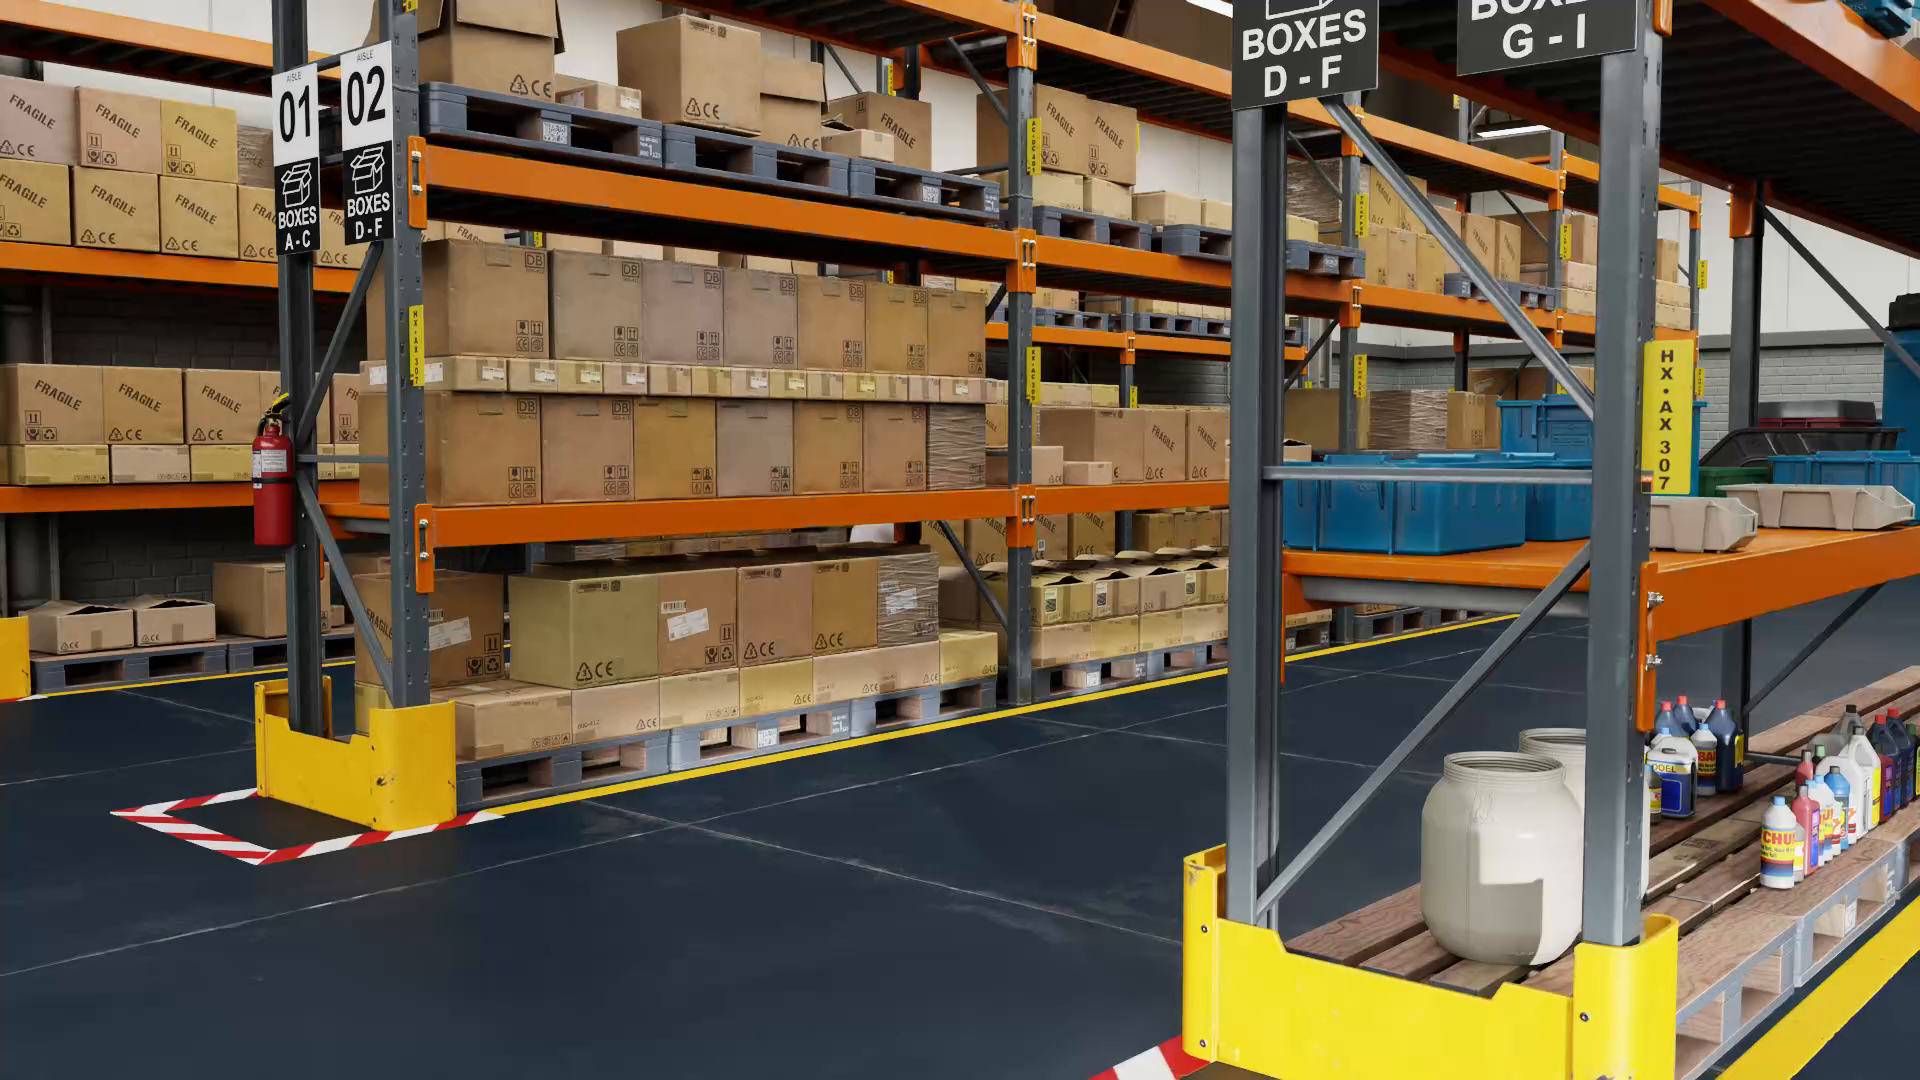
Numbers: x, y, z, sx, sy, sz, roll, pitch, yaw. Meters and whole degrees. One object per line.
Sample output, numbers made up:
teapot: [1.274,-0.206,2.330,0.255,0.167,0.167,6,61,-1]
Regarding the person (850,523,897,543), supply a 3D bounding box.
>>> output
person: [-0.729,-0.082,13.092,0.543,1.778,0.525,3,5,41]
